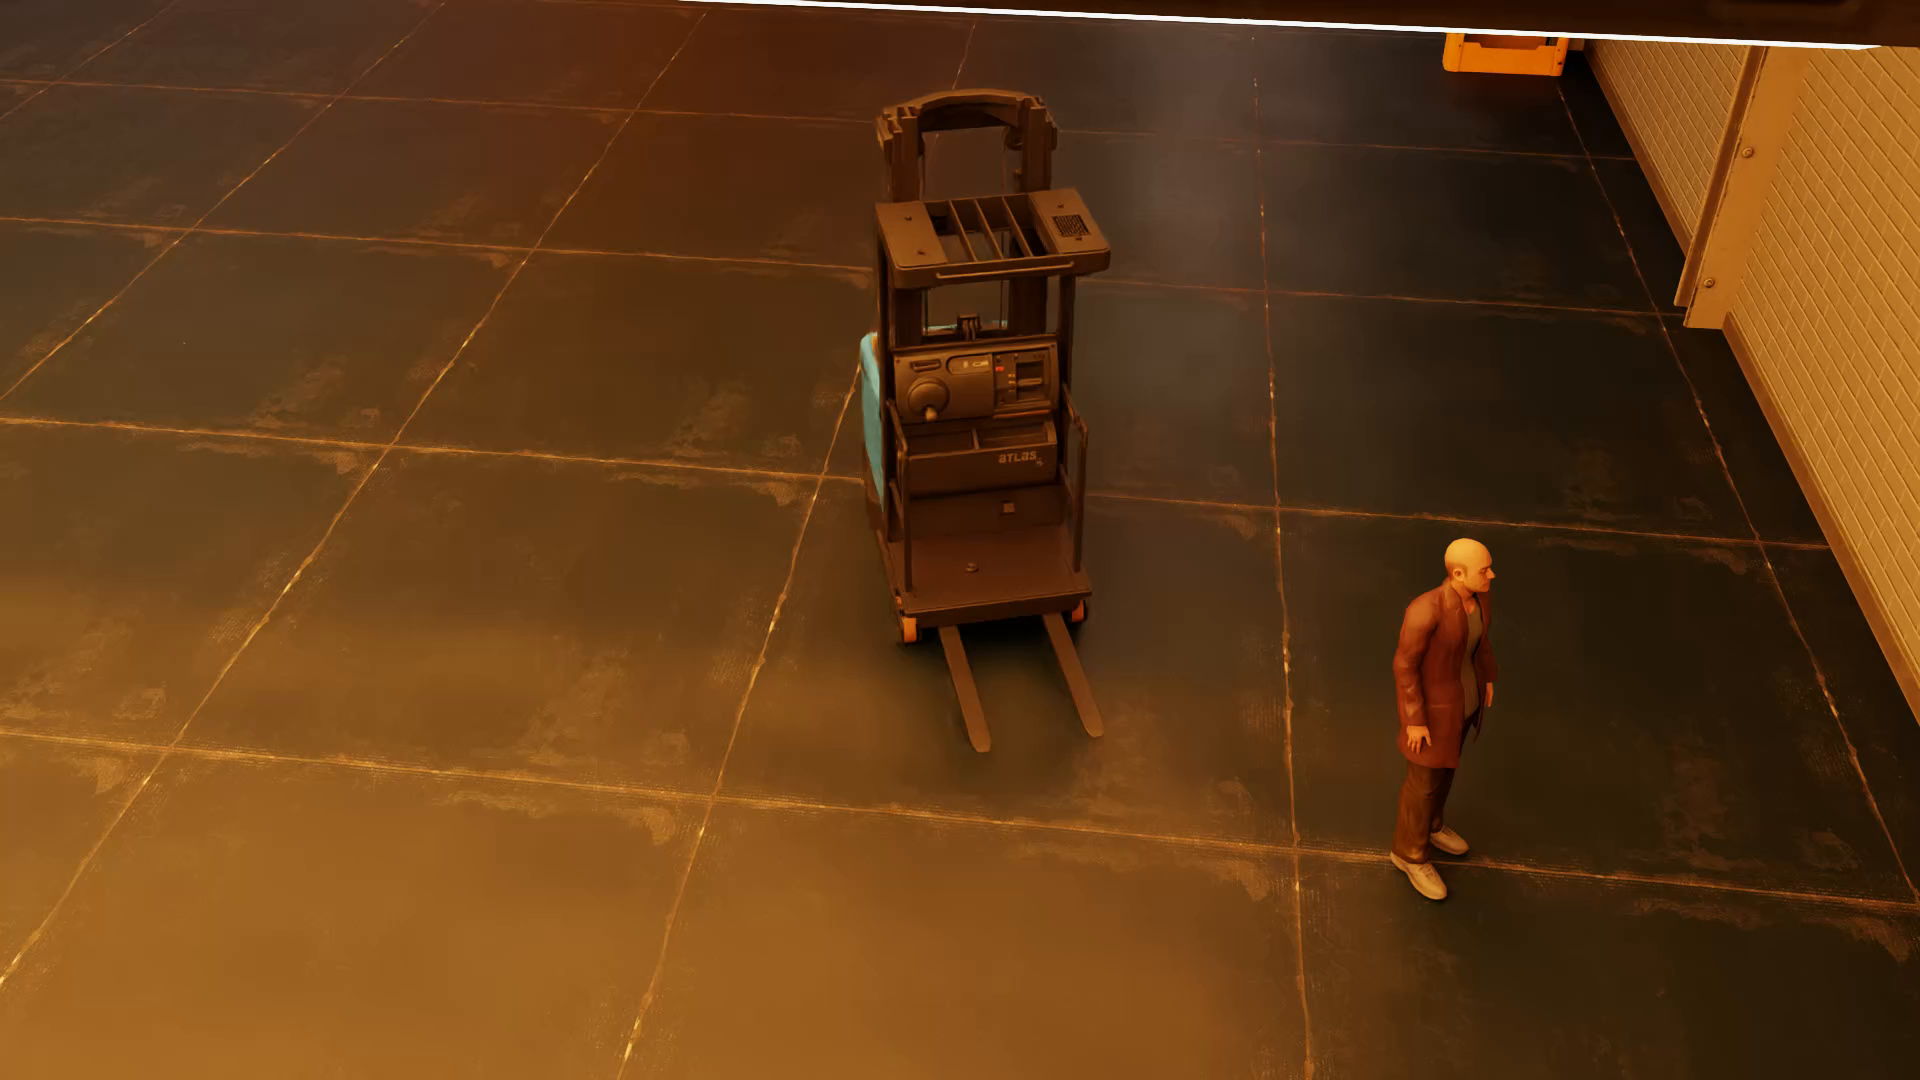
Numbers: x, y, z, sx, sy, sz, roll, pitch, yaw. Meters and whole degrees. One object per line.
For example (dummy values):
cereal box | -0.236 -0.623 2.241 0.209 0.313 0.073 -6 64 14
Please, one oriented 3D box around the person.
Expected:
person | 2.374 0.814 7.886 0.694 1.776 0.582 -27 44 -32

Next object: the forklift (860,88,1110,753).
forklift | 0.138 -0.817 9.138 1.130 2.935 3.031 -7 37 -9
